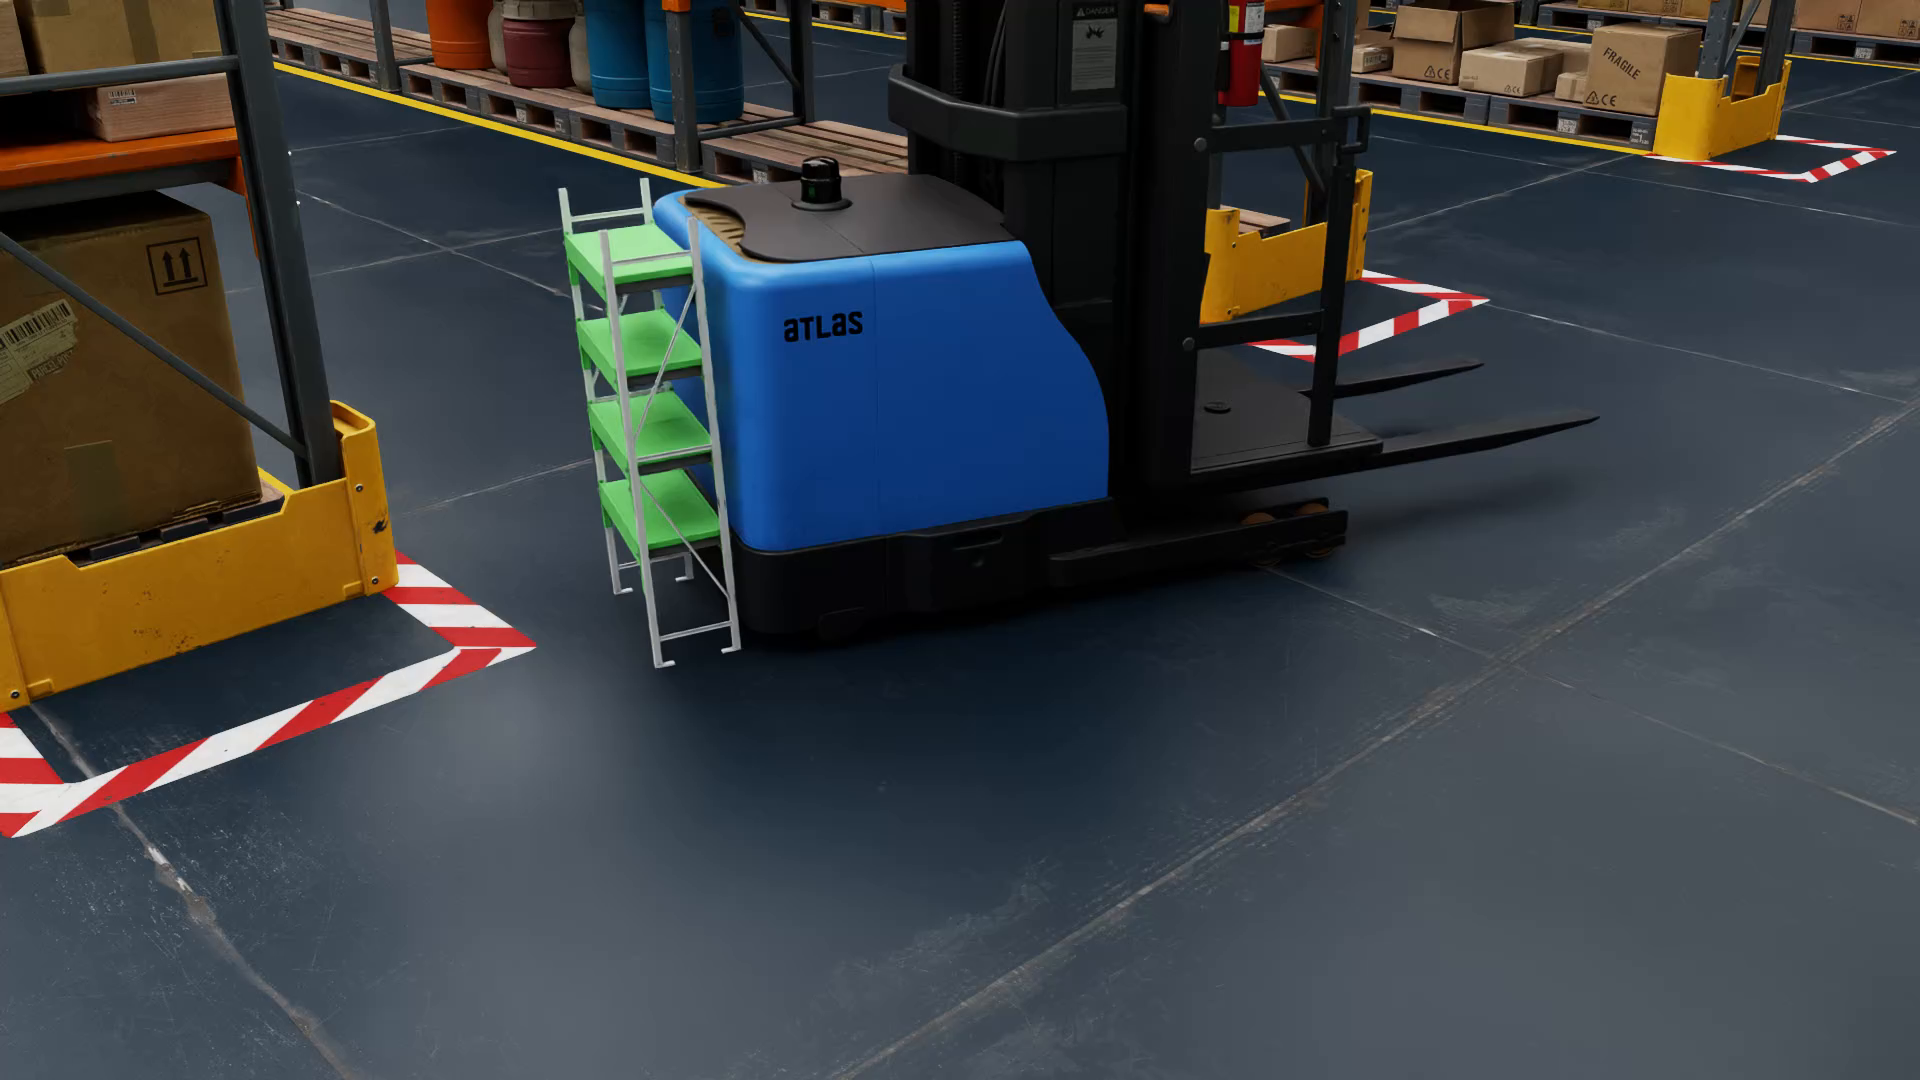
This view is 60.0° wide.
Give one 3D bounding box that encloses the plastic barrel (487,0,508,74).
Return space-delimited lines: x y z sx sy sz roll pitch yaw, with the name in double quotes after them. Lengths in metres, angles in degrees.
-3.266 -3.727 12.297 0.421 0.512 0.421 0 25 0 "plastic barrel"

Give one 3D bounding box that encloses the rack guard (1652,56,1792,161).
4.971 -2.823 10.836 1.175 0.500 0.348 -21 32 -38 "rack guard"

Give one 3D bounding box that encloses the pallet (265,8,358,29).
-6.233 -4.673 15.239 1.003 0.211 1.213 -21 32 -38 "pallet"

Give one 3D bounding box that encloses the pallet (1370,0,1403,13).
4.481 -5.869 17.860 1.003 0.211 1.213 -21 32 -38 "pallet"

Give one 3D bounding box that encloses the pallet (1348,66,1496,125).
3.595 -3.302 12.234 1.003 0.211 1.213 -21 32 -38 "pallet"

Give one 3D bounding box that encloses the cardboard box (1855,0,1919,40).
8.084 -4.581 14.184 0.700 0.500 0.500 -21 32 -38 "cardboard box"

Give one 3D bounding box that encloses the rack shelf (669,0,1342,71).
0.037 -2.812 8.666 1.077 0.370 4.000 -21 32 -38 "rack shelf"

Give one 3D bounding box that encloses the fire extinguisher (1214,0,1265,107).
1.176 -2.154 6.899 0.296 0.674 0.183 -21 32 -38 "fire extinguisher"

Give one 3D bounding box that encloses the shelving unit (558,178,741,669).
-0.831 -0.313 4.479 0.258 1.200 0.503 -12 27 -20 "shelving unit"

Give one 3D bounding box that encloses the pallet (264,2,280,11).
-7.226 -5.115 16.209 1.003 0.211 1.213 -21 32 -38 "pallet"

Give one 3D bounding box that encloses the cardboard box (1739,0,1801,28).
7.398 -4.885 14.849 0.500 0.500 0.700 23 33 40 "cardboard box"

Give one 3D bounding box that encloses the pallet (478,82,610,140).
-2.665 -3.092 11.773 1.003 0.211 1.213 -21 32 -38 "pallet"

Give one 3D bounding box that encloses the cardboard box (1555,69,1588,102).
4.260 -3.091 11.296 0.380 0.166 0.250 -21 32 -38 "cardboard box"

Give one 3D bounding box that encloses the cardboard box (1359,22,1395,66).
3.398 -3.807 12.689 0.500 0.311 0.500 -21 32 -38 "cardboard box"

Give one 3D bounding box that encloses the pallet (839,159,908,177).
0.039 -1.895 9.149 1.003 0.211 1.213 -21 32 -38 "pallet"

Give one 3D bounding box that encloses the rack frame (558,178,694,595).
-0.928 -0.406 4.683 0.240 1.200 0.015 -12 27 -20 "rack frame"

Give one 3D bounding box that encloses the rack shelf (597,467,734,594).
-0.821 -0.039 4.609 0.258 0.148 0.480 -12 27 -20 "rack shelf"

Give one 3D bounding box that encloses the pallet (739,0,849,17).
-1.809 -5.722 17.539 1.003 0.211 1.213 -21 32 -38 "pallet"

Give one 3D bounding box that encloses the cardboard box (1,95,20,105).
-2.744 -1.448 5.114 0.380 0.149 0.250 -22 32 -39 "cardboard box"

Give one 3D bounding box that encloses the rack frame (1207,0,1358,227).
1.404 -2.533 7.189 1.000 3.000 0.127 -21 32 -38 "rack frame"

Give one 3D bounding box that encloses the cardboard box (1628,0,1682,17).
6.679 -5.200 15.541 0.700 0.500 0.500 -22 32 -39 "cardboard box"

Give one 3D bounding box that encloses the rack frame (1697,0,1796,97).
5.022 -3.937 10.266 1.000 3.000 0.127 -21 32 -38 "rack frame"

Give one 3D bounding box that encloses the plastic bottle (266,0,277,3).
-6.696 -5.348 16.117 0.097 0.271 0.097 0 25 0 "plastic bottle"

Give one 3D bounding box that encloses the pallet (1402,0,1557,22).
5.320 -5.499 17.050 1.003 0.211 1.213 -21 32 -38 "pallet"

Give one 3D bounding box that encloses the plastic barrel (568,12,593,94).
-2.494 -3.385 11.547 0.421 0.512 0.421 0 25 0 "plastic barrel"

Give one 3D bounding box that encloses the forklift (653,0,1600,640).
0.647 -1.439 4.873 3.031 2.935 1.130 -10 26 -20 "forklift"

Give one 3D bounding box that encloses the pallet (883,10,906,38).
0.037 -4.855 15.639 1.003 0.211 1.213 -21 32 -38 "pallet"

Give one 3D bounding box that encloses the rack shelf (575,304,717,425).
-0.837 -0.472 4.404 0.258 0.148 0.480 -12 27 -20 "rack shelf"

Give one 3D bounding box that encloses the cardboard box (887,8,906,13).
-0.343 -5.205 15.527 0.500 0.500 0.500 -20 31 -36 "cardboard box"

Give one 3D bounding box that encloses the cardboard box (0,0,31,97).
-2.736 -1.267 4.235 0.500 0.250 0.500 -22 32 -39 "cardboard box"

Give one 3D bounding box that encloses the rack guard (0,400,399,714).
-2.195 0.017 4.611 1.175 0.500 0.348 -21 32 -38 "rack guard"

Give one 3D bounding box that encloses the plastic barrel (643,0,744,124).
-1.689 -3.151 10.565 0.600 0.901 0.708 -21 32 -38 "plastic barrel"

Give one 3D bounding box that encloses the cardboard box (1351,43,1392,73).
3.016 -3.612 12.438 0.380 0.166 0.250 -21 32 -38 "cardboard box"

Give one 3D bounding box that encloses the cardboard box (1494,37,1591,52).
4.174 -3.435 11.947 0.500 0.250 0.500 -21 32 -38 "cardboard box"

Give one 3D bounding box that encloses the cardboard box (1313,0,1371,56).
2.885 -4.120 13.148 0.500 0.500 0.500 -21 32 -38 "cardboard box"

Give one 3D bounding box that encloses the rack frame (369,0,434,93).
-4.064 -4.957 12.501 1.000 3.000 0.127 -21 32 -38 "rack frame"

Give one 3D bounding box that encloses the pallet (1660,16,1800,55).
7.203 -4.664 15.220 1.003 0.211 1.213 -21 32 -38 "pallet"

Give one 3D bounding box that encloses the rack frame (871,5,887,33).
-0.445 -6.361 15.579 1.000 3.000 0.127 -21 32 -38 "rack frame"

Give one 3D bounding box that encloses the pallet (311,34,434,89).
-4.565 -3.934 13.619 1.003 0.211 1.213 -21 32 -38 "pallet"

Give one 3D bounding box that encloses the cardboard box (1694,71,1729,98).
4.987 -3.065 11.258 0.380 0.149 0.250 -21 32 -38 "cardboard box"

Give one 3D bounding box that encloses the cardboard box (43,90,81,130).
-2.389 -1.292 4.771 0.380 0.149 0.250 -22 32 -39 "cardboard box"

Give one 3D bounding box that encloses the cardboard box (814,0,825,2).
-1.338 -5.546 16.601 0.500 0.250 0.500 -22 32 -39 "cardboard box"
